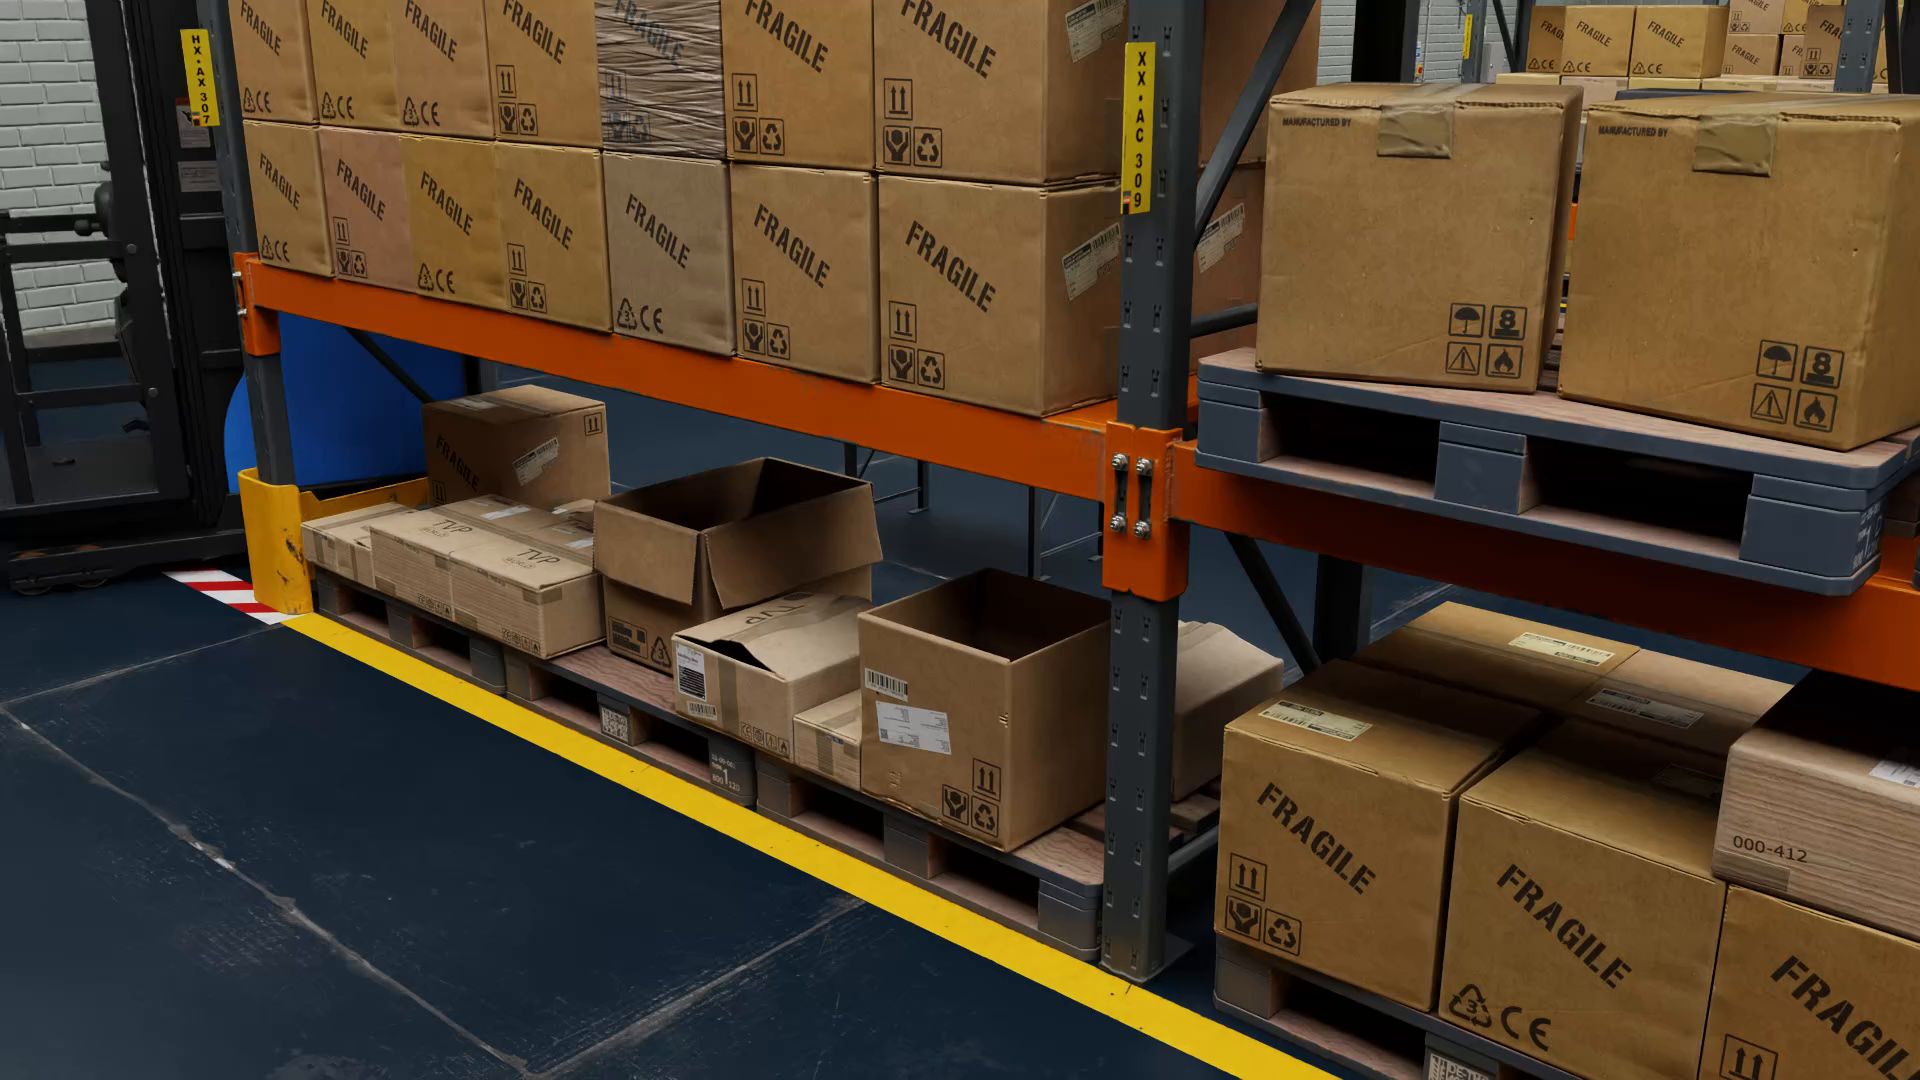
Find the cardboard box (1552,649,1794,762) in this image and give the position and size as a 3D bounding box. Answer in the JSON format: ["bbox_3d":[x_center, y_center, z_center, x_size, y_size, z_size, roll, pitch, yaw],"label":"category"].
[{"bbox_3d":[1.629,0.599,3.671,0.500,0.500,0.500,15,23,39],"label":"cardboard box"}]

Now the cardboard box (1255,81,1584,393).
[{"bbox_3d":[0.912,-0.621,3.249,0.500,0.500,0.700,7,19,21],"label":"cardboard box"}]

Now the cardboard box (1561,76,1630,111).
[{"bbox_3d":[4.865,-3.372,12.534,0.500,0.250,0.500,15,23,39],"label":"cardboard box"}]

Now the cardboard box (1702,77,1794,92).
[{"bbox_3d":[5.632,-3.167,11.888,0.500,0.250,0.500,14,23,38],"label":"cardboard box"}]

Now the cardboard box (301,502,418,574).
[{"bbox_3d":[-2.201,-0.011,6.172,0.250,0.149,0.380,15,23,39],"label":"cardboard box"}]

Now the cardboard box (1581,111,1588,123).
[{"bbox_3d":[4.723,-3.194,12.632,0.250,0.149,0.380,14,23,38],"label":"cardboard box"}]

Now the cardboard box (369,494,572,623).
[{"bbox_3d":[-1.694,0.053,5.804,0.500,0.250,0.500,15,23,39],"label":"cardboard box"}]

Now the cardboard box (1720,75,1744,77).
[{"bbox_3d":[5.591,-3.391,12.594,0.500,0.250,0.500,14,22,37],"label":"cardboard box"}]

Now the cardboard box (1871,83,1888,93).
[{"bbox_3d":[6.391,-2.962,11.242,0.500,0.250,0.500,16,24,41],"label":"cardboard box"}]

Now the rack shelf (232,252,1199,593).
[{"bbox_3d":[-0.790,-0.577,5.161,4.000,0.370,1.077,15,23,39],"label":"rack shelf"}]

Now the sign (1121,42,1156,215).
[{"bbox_3d":[0.351,-0.807,3.264,0.005,0.325,0.100,15,23,39],"label":"sign"}]

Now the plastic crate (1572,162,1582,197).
[{"bbox_3d":[2.981,-1.700,7.865,0.590,0.125,0.437,15,23,39],"label":"plastic crate"}]

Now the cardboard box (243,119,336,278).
[{"bbox_3d":[-2.129,-1.220,5.833,0.500,0.500,0.500,16,23,40],"label":"cardboard box"}]

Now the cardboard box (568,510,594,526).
[{"bbox_3d":[-1.025,0.030,5.876,0.500,0.250,0.500,15,23,39],"label":"cardboard box"}]

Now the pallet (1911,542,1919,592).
[{"bbox_3d":[2.240,-0.013,2.512,1.213,0.211,1.003,15,23,39],"label":"pallet"}]

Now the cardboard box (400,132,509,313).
[{"bbox_3d":[-1.366,-1.017,5.191,0.500,0.500,0.500,15,23,39],"label":"cardboard box"}]

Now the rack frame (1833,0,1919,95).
[{"bbox_3d":[3.996,-1.638,7.315,0.127,3.000,1.000,15,23,39],"label":"rack frame"}]

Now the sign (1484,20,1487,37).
[{"bbox_3d":[7.949,-7.800,25.365,0.001,0.242,0.339,15,23,39],"label":"sign"}]

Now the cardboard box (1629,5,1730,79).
[{"bbox_3d":[5.238,-3.629,12.105,0.500,0.500,0.500,14,23,38],"label":"cardboard box"}]

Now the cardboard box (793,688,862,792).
[{"bbox_3d":[-0.229,0.519,4.504,0.250,0.149,0.380,15,23,39],"label":"cardboard box"}]

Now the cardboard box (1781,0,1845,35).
[{"bbox_3d":[8.201,-5.080,15.850,0.500,0.500,0.500,16,24,41],"label":"cardboard box"}]

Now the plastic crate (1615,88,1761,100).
[{"bbox_3d":[3.495,-1.933,8.040,0.583,0.464,0.402,15,23,39],"label":"plastic crate"}]

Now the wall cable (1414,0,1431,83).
[{"bbox_3d":[6.637,-7.430,23.834,0.123,1.953,0.585,15,23,39],"label":"wall cable"}]

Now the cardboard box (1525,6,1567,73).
[{"bbox_3d":[4.831,-3.951,13.120,0.500,0.500,0.500,15,23,40],"label":"cardboard box"}]

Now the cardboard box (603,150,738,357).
[{"bbox_3d":[-0.611,-0.814,4.553,0.500,0.500,0.500,16,23,40],"label":"cardboard box"}]

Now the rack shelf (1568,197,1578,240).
[{"bbox_3d":[2.501,-1.697,8.690,4.000,0.370,1.077,15,23,39],"label":"rack shelf"}]

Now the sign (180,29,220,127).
[{"bbox_3d":[-2.646,-1.611,5.799,0.005,0.325,0.100,15,23,39],"label":"sign"}]

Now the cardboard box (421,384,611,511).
[{"bbox_3d":[-1.716,-0.286,6.460,0.500,0.500,0.500,15,23,39],"label":"cardboard box"}]

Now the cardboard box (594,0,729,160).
[{"bbox_3d":[-0.606,-1.289,4.397,0.500,0.500,0.500,15,23,40],"label":"cardboard box"}]

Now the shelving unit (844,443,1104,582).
[{"bbox_3d":[0.064,-0.698,6.831,1.048,1.500,0.538,15,23,39],"label":"shelving unit"}]

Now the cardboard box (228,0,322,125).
[{"bbox_3d":[-2.129,-1.697,5.682,0.500,0.500,0.500,16,24,41],"label":"cardboard box"}]

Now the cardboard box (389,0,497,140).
[{"bbox_3d":[-1.362,-1.492,5.037,0.500,0.500,0.500,15,23,40],"label":"cardboard box"}]

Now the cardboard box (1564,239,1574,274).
[{"bbox_3d":[4.824,-2.639,13.287,0.875,0.875,0.875,15,23,39],"label":"cardboard box"}]

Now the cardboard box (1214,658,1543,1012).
[{"bbox_3d":[0.906,0.616,3.618,0.500,0.500,0.500,14,22,37],"label":"cardboard box"}]

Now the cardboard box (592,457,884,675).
[{"bbox_3d":[-0.703,0.086,5.282,0.637,0.503,0.797,15,23,39],"label":"cardboard box"}]

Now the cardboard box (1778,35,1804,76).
[{"bbox_3d":[8.230,-4.599,15.987,0.500,0.500,0.500,15,23,39],"label":"cardboard box"}]

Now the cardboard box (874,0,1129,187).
[{"bbox_3d":[0.156,-1.086,3.755,0.500,0.500,0.500,15,23,40],"label":"cardboard box"}]

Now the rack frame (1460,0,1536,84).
[{"bbox_3d":[4.292,-3.562,13.377,0.127,3.000,1.000,15,23,39],"label":"rack frame"}]

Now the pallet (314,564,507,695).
[{"bbox_3d":[-1.632,0.183,6.187,1.213,0.211,1.003,15,23,39],"label":"pallet"}]

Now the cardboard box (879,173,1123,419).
[{"bbox_3d":[0.162,-0.608,3.905,0.500,0.500,0.500,16,23,40],"label":"cardboard box"}]

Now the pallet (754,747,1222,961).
[{"bbox_3d":[0.193,0.673,4.643,1.213,0.211,1.003,15,23,39],"label":"pallet"}]

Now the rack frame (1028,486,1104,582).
[{"bbox_3d":[0.444,-0.596,6.509,0.032,1.500,0.500,15,23,39],"label":"rack frame"}]

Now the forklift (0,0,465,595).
[{"bbox_3d":[-3.561,-1.364,6.565,3.031,2.935,1.130,-8,19,-25],"label":"forklift"}]

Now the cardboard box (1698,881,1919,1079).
[{"bbox_3d":[1.681,0.822,2.967,0.500,0.500,0.500,15,23,40],"label":"cardboard box"}]

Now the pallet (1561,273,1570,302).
[{"bbox_3d":[4.942,-2.090,13.349,1.213,0.211,1.003,15,23,39],"label":"pallet"}]
